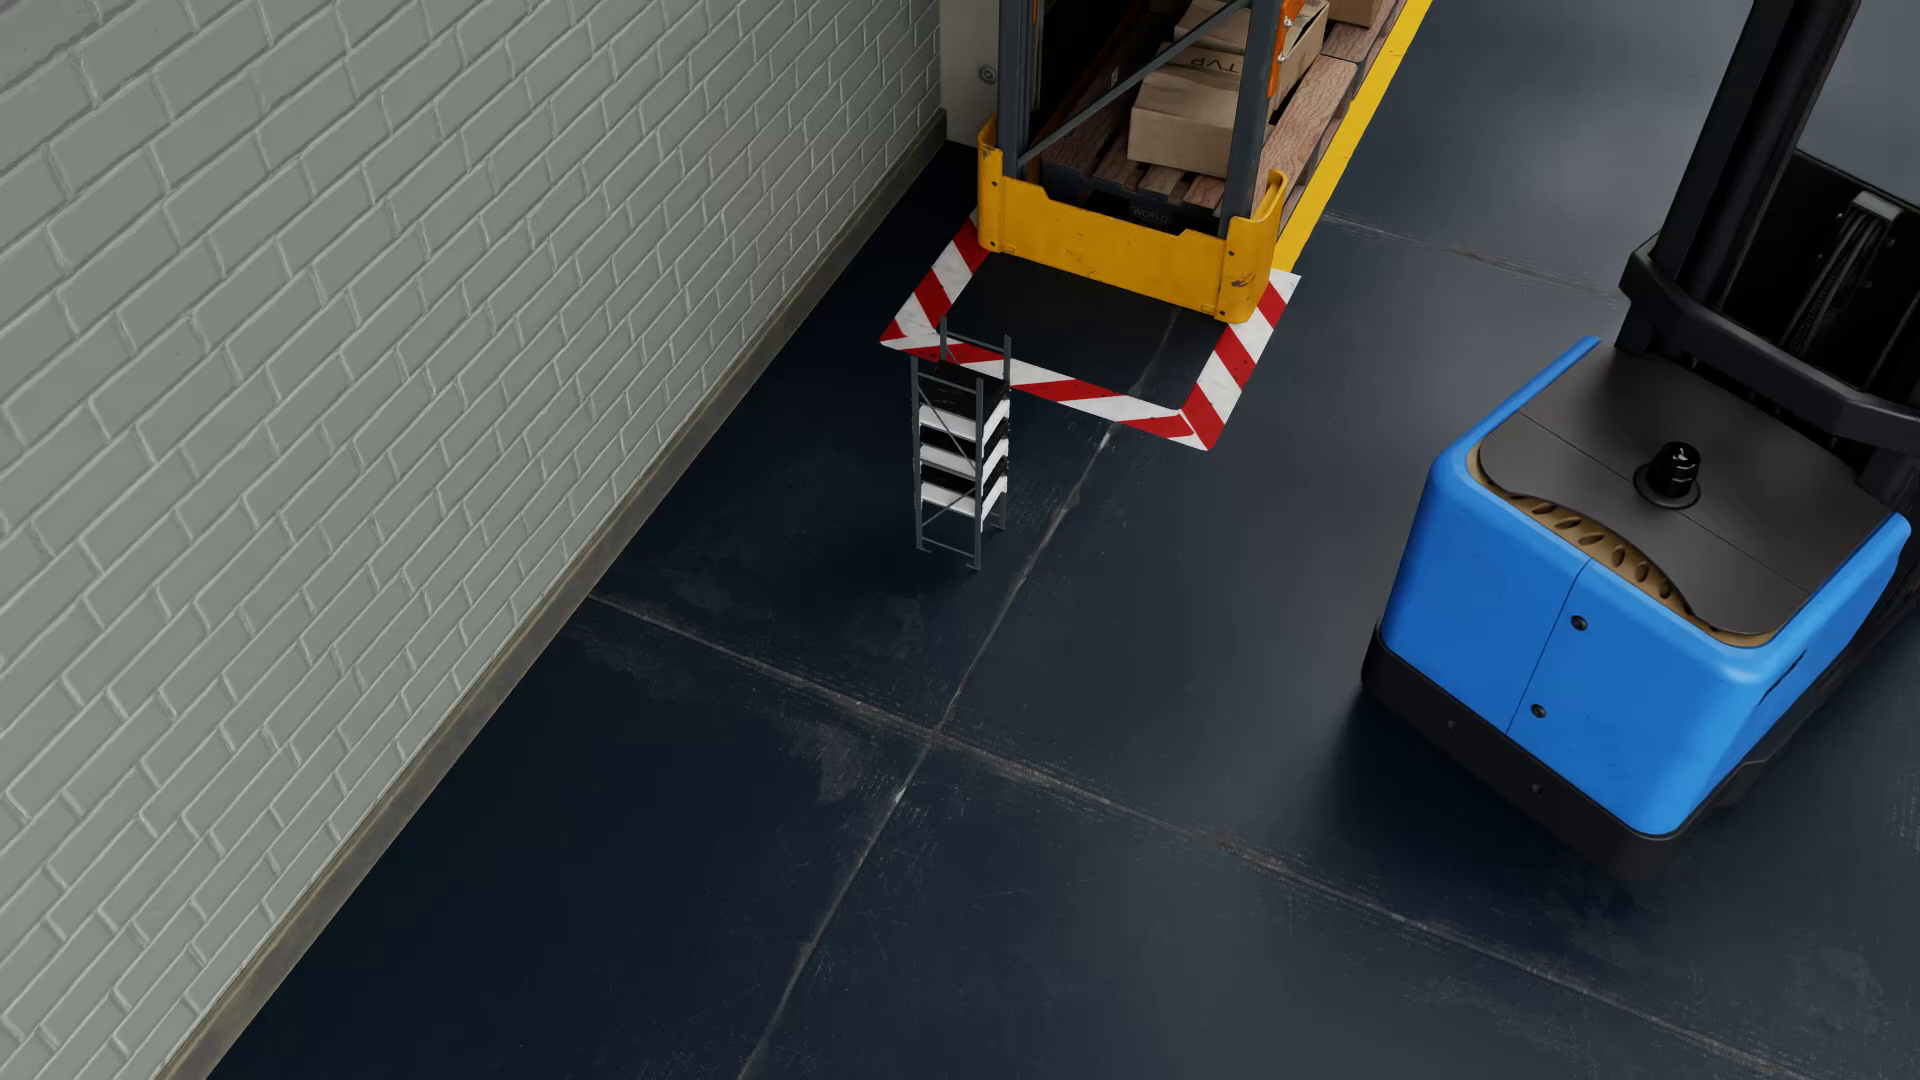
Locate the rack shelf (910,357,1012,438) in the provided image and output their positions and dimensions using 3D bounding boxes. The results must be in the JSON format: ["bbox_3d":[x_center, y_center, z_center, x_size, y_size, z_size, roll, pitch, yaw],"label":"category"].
[{"bbox_3d":[0.003,-0.451,5.232,0.258,0.077,0.200,20,52,16],"label":"rack shelf"}]

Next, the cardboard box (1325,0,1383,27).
[{"bbox_3d":[1.596,-2.712,7.441,0.700,0.500,0.500,17,52,14],"label":"cardboard box"}]

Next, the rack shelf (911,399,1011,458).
[{"bbox_3d":[0.003,-0.392,5.300,0.258,0.077,0.200,20,52,16],"label":"rack shelf"}]

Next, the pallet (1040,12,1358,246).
[{"bbox_3d":[1.028,-1.748,7.099,1.003,0.211,1.213,20,52,16],"label":"pallet"}]

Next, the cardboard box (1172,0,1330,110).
[{"bbox_3d":[1.237,-2.162,7.097,0.500,0.311,0.500,24,54,19],"label":"cardboard box"}]

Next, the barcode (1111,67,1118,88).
[{"bbox_3d":[0.640,-1.915,6.881,0.001,0.075,0.075,20,52,16],"label":"barcode"}]

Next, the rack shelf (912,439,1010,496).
[{"bbox_3d":[0.003,-0.276,5.437,0.258,0.077,0.200,20,52,16],"label":"rack shelf"}]

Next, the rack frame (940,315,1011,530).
[{"bbox_3d":[0.047,-0.367,5.472,0.240,0.900,0.006,20,52,16],"label":"rack frame"}]

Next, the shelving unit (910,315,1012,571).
[{"bbox_3d":[0.003,-0.297,5.412,0.258,0.900,0.210,20,52,16],"label":"shelving unit"}]

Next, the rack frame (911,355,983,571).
[{"bbox_3d":[-0.040,-0.227,5.352,0.240,0.900,0.006,20,52,16],"label":"rack frame"}]

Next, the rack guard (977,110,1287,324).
[{"bbox_3d":[0.649,-1.293,6.522,1.175,0.500,0.348,20,52,16],"label":"rack guard"}]

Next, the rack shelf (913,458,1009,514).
[{"bbox_3d":[0.003,-0.217,5.506,0.258,0.077,0.200,20,52,16],"label":"rack shelf"}]

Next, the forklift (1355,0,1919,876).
[{"bbox_3d":[2.724,-0.931,4.618,3.031,2.935,1.130,-32,57,-24],"label":"forklift"}]

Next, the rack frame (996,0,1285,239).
[{"bbox_3d":[0.617,-2.051,5.526,1.000,3.000,0.127,20,52,16],"label":"rack frame"}]

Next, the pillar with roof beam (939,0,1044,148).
[{"bbox_3d":[4.026,-3.358,2.699,9.100,9.000,0.400,20,52,16],"label":"pillar with roof beam"}]

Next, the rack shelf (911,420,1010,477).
[{"bbox_3d":[0.003,-0.334,5.369,0.258,0.077,0.200,20,52,16],"label":"rack shelf"}]

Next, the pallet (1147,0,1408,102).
[{"bbox_3d":[1.551,-2.585,7.811,1.003,0.211,1.213,20,52,16],"label":"pallet"}]

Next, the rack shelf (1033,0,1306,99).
[{"bbox_3d":[1.471,-3.195,6.972,1.077,0.370,4.000,20,52,16],"label":"rack shelf"}]

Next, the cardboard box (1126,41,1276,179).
[{"bbox_3d":[0.994,-1.770,6.763,0.500,0.311,0.500,14,51,12],"label":"cardboard box"}]

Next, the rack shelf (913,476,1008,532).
[{"bbox_3d":[0.003,-0.159,5.575,0.258,0.077,0.200,20,52,16],"label":"rack shelf"}]
